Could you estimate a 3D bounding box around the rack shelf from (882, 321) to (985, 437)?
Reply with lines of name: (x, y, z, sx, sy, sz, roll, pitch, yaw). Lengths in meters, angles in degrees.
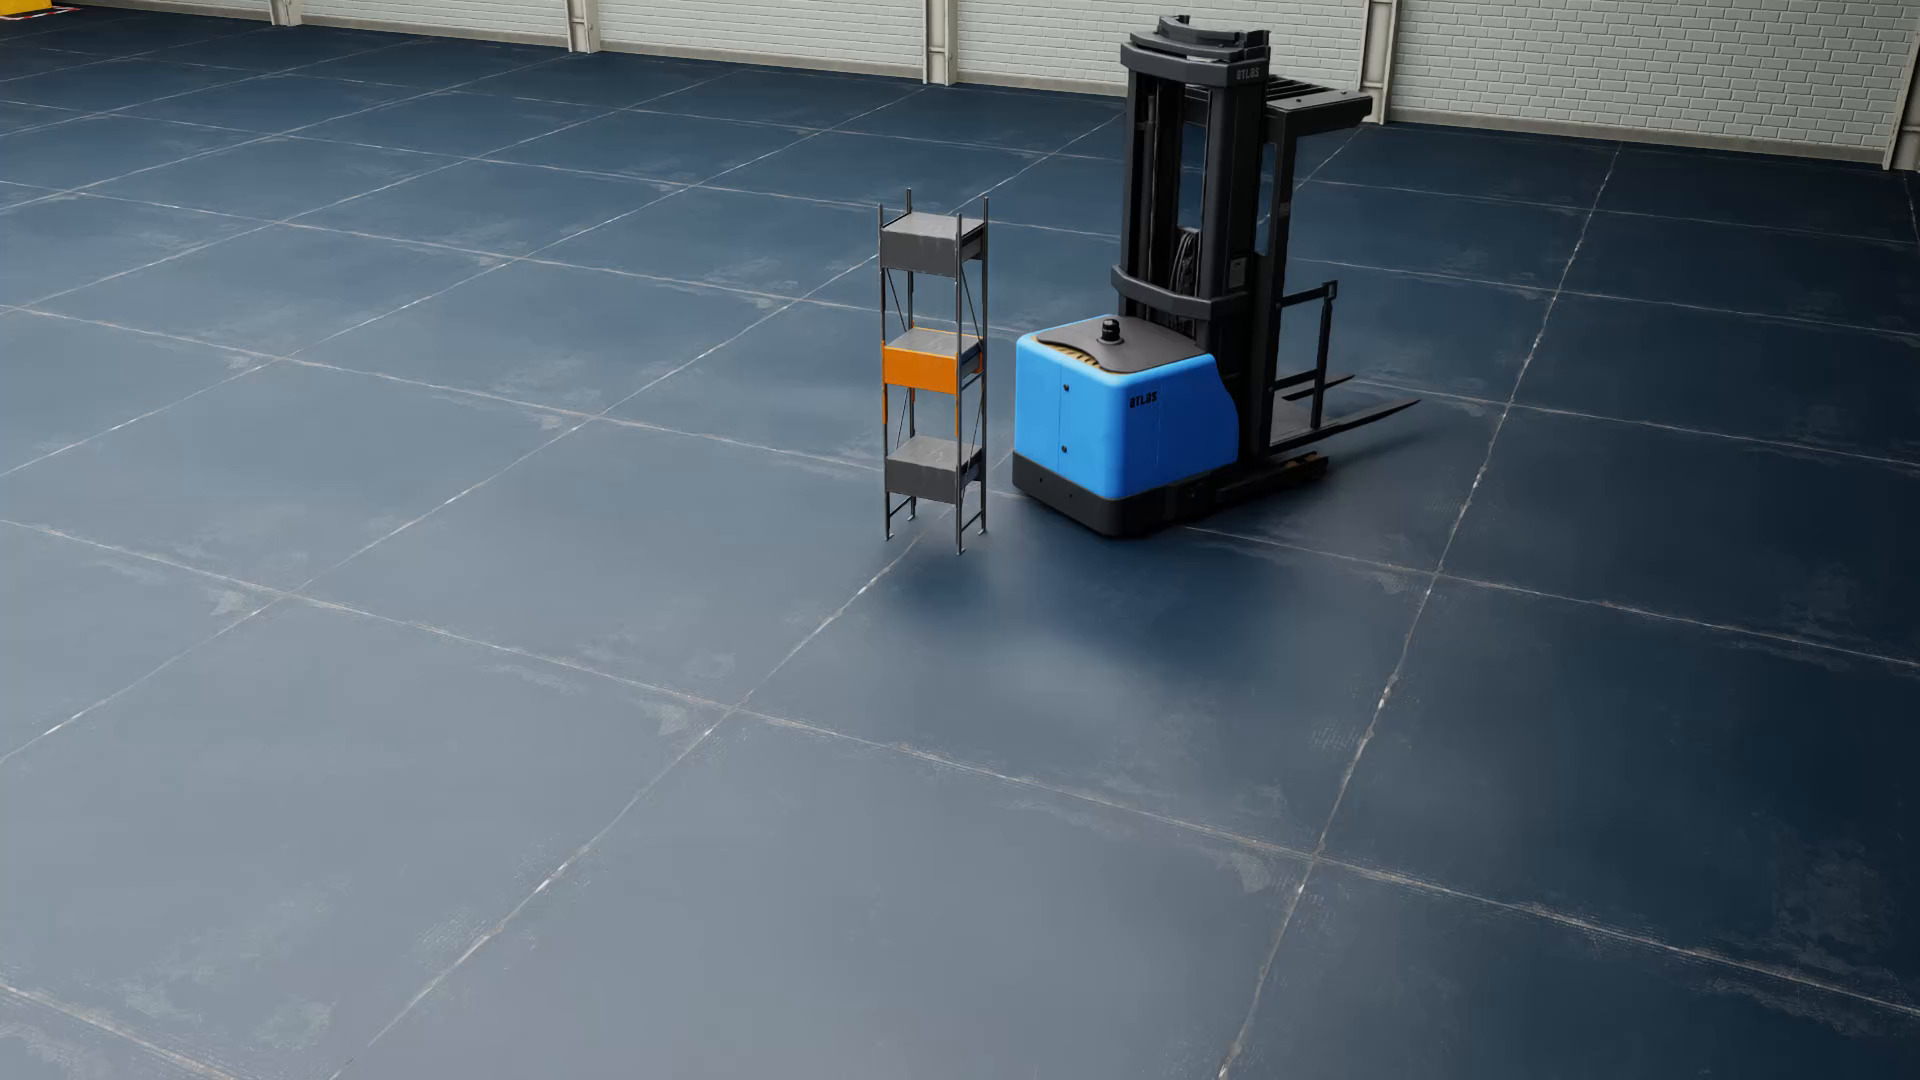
rack shelf: (-0.151, -0.960, 9.854, 0.480, 0.518, 0.431, 11, 28, 22)

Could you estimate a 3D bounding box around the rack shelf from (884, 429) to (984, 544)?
rack shelf: (-0.151, -0.332, 10.163, 0.480, 0.518, 0.431, 11, 28, 22)

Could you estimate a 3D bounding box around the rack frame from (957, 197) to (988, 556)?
rack frame: (0.071, -0.928, 9.757, 0.015, 2.100, 0.400, 11, 28, 22)

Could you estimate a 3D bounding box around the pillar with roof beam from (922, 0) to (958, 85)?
pillar with roof beam: (-2.058, -8.703, 17.739, 0.400, 9.000, 9.100, 11, 28, 22)

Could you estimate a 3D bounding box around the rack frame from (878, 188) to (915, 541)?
rack frame: (-0.373, -1.017, 9.938, 0.015, 2.100, 0.400, 11, 28, 22)

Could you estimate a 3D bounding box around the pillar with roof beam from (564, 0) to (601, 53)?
pillar with roof beam: (-7.520, -9.800, 19.967, 0.400, 9.000, 9.100, 11, 28, 22)

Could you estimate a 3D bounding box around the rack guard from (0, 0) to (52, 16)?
rack guard: (-16.379, -9.418, 28.813, 0.348, 0.500, 1.175, 11, 28, 22)

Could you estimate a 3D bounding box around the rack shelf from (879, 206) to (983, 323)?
rack shelf: (-0.151, -1.588, 9.545, 0.480, 0.518, 0.431, 11, 28, 22)

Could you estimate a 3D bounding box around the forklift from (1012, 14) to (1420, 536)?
forklift: (1.832, -1.838, 10.665, 3.031, 2.935, 1.130, -18, 31, -32)

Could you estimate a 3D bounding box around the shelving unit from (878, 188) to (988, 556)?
shelving unit: (-0.151, -0.972, 9.848, 0.503, 2.100, 0.431, 11, 28, 22)

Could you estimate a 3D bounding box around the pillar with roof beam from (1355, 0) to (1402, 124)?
pillar with roof beam: (3.404, -7.606, 15.510, 0.400, 9.000, 9.100, 11, 28, 22)

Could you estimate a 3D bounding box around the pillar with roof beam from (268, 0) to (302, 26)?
pillar with roof beam: (-12.982, -10.897, 22.195, 0.400, 9.000, 9.100, 11, 28, 22)

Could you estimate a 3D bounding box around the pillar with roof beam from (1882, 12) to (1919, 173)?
pillar with roof beam: (8.865, -6.509, 13.282, 0.400, 9.000, 9.100, 11, 28, 22)
